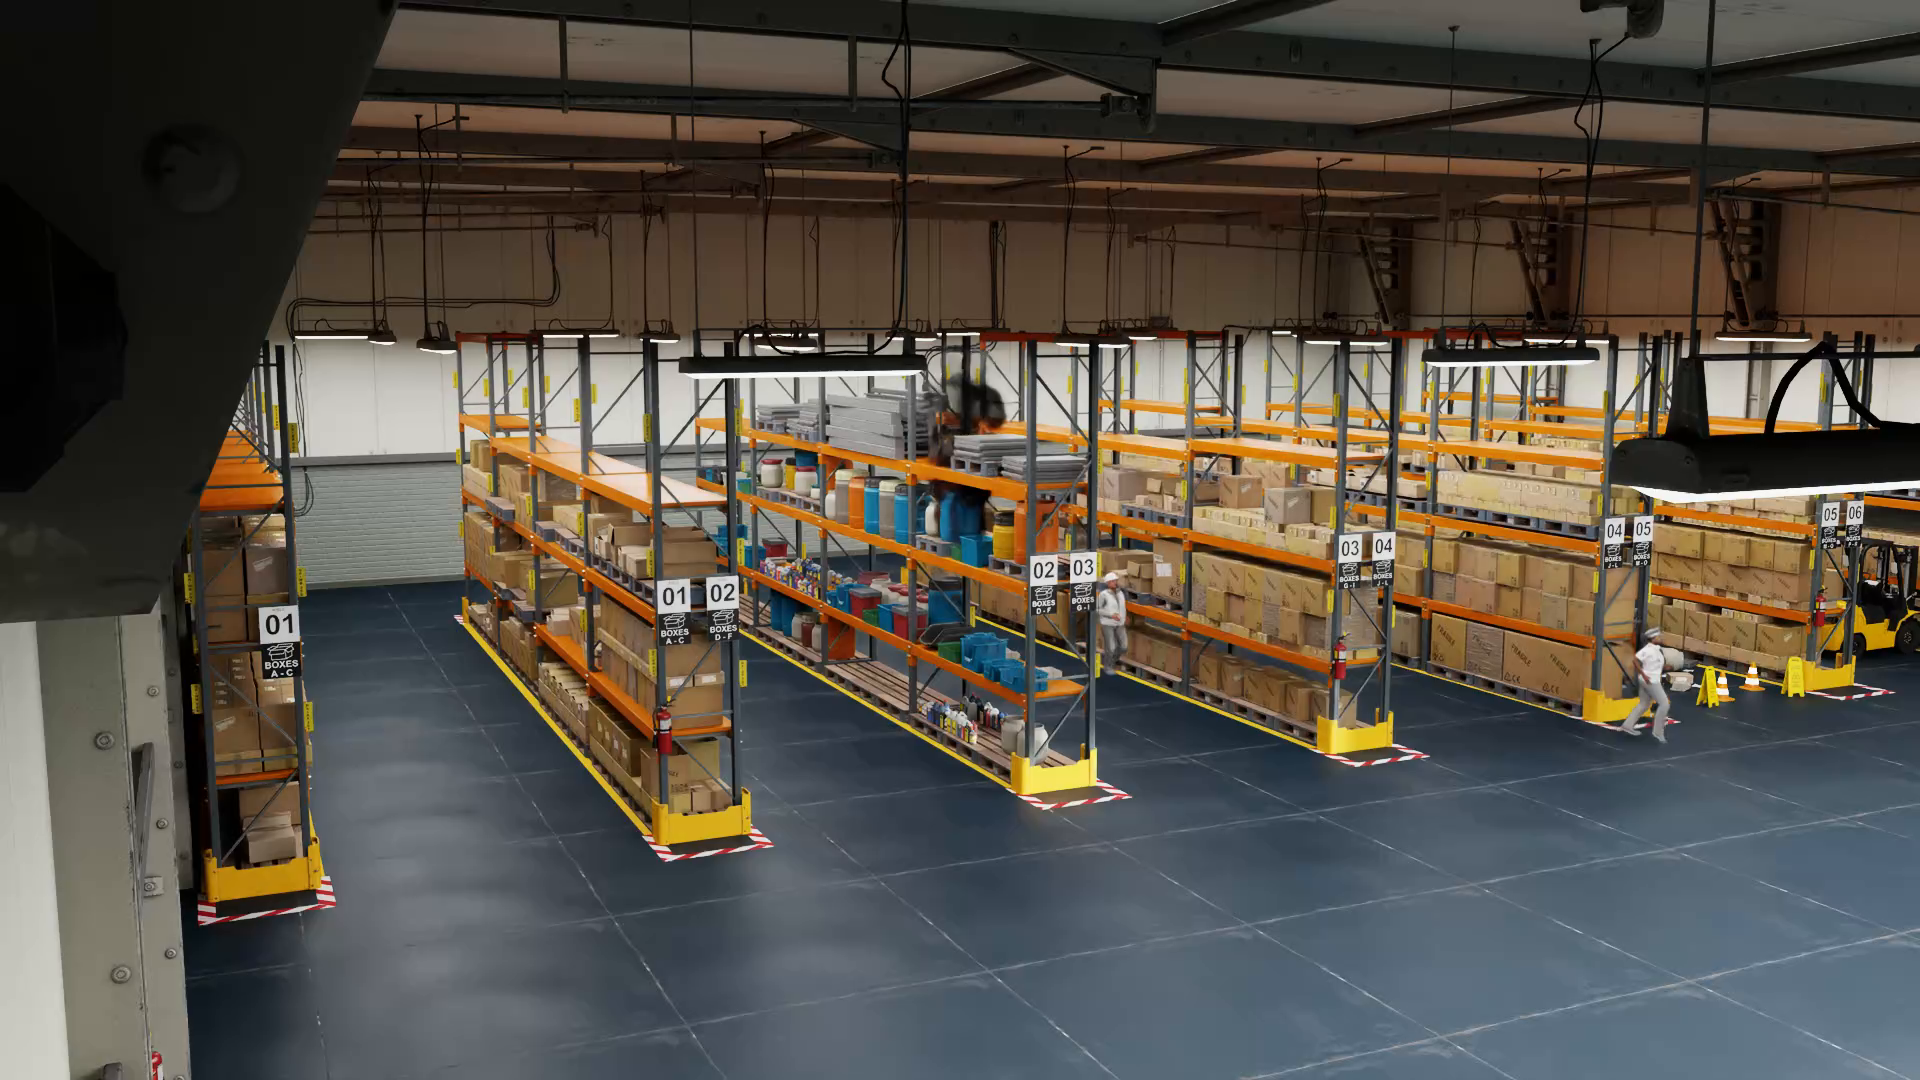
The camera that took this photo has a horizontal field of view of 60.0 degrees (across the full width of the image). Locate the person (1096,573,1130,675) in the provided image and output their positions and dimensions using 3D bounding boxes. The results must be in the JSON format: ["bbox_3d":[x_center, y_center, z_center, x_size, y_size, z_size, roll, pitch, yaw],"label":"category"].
[{"bbox_3d":[2.609,1.420,27.990,0.653,1.740,0.552,-4,9,-28],"label":"person"}]

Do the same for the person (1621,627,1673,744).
[{"bbox_3d":[10.297,2.164,24.893,0.661,1.762,0.582,3,8,20],"label":"person"}]

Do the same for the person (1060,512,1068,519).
[{"bbox_3d":[2.495,0.048,40.696,0.596,1.559,0.927,3,8,24],"label":"person"}]

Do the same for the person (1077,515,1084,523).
[{"bbox_3d":[2.729,0.230,38.721,0.648,1.815,0.772,-3,8,-18],"label":"person"}]
